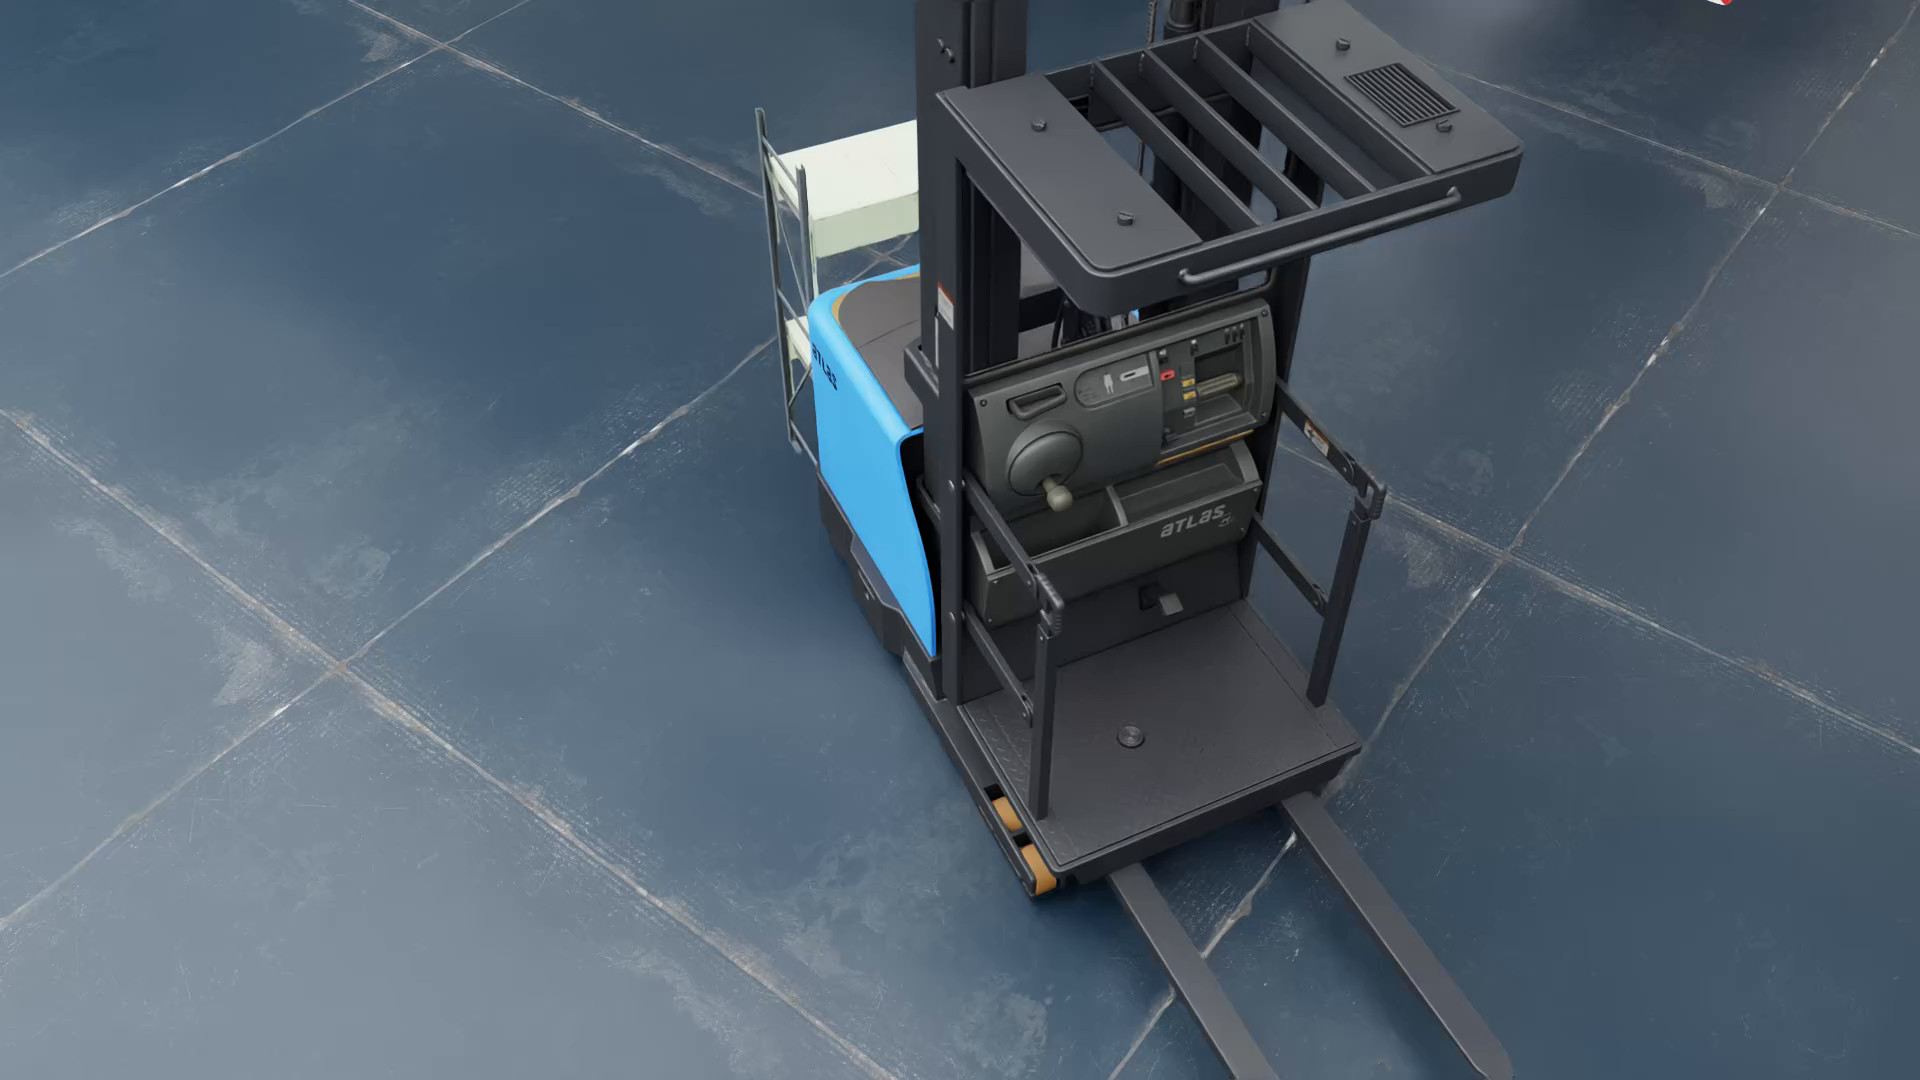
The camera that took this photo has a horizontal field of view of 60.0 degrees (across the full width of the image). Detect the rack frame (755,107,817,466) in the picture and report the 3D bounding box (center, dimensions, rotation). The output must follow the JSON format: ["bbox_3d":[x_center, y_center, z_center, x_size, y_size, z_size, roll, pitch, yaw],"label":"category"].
[{"bbox_3d":[-0.589,-0.794,5.971,0.023,1.500,0.400,-19,49,-17],"label":"rack frame"}]

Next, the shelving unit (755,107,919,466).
[{"bbox_3d":[-0.258,-0.908,6.080,0.755,1.500,0.431,-19,49,-17],"label":"shelving unit"}]

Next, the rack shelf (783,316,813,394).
[{"bbox_3d":[-0.258,-0.683,6.316,0.720,0.370,0.431,-19,49,-17],"label":"rack shelf"}]

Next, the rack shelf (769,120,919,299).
[{"bbox_3d":[-0.258,-1.178,5.798,0.720,0.370,0.431,-19,49,-17],"label":"rack shelf"}]

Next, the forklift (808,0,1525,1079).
[{"bbox_3d":[0.563,-0.275,4.486,1.130,2.935,3.031,-19,49,-17],"label":"forklift"}]
